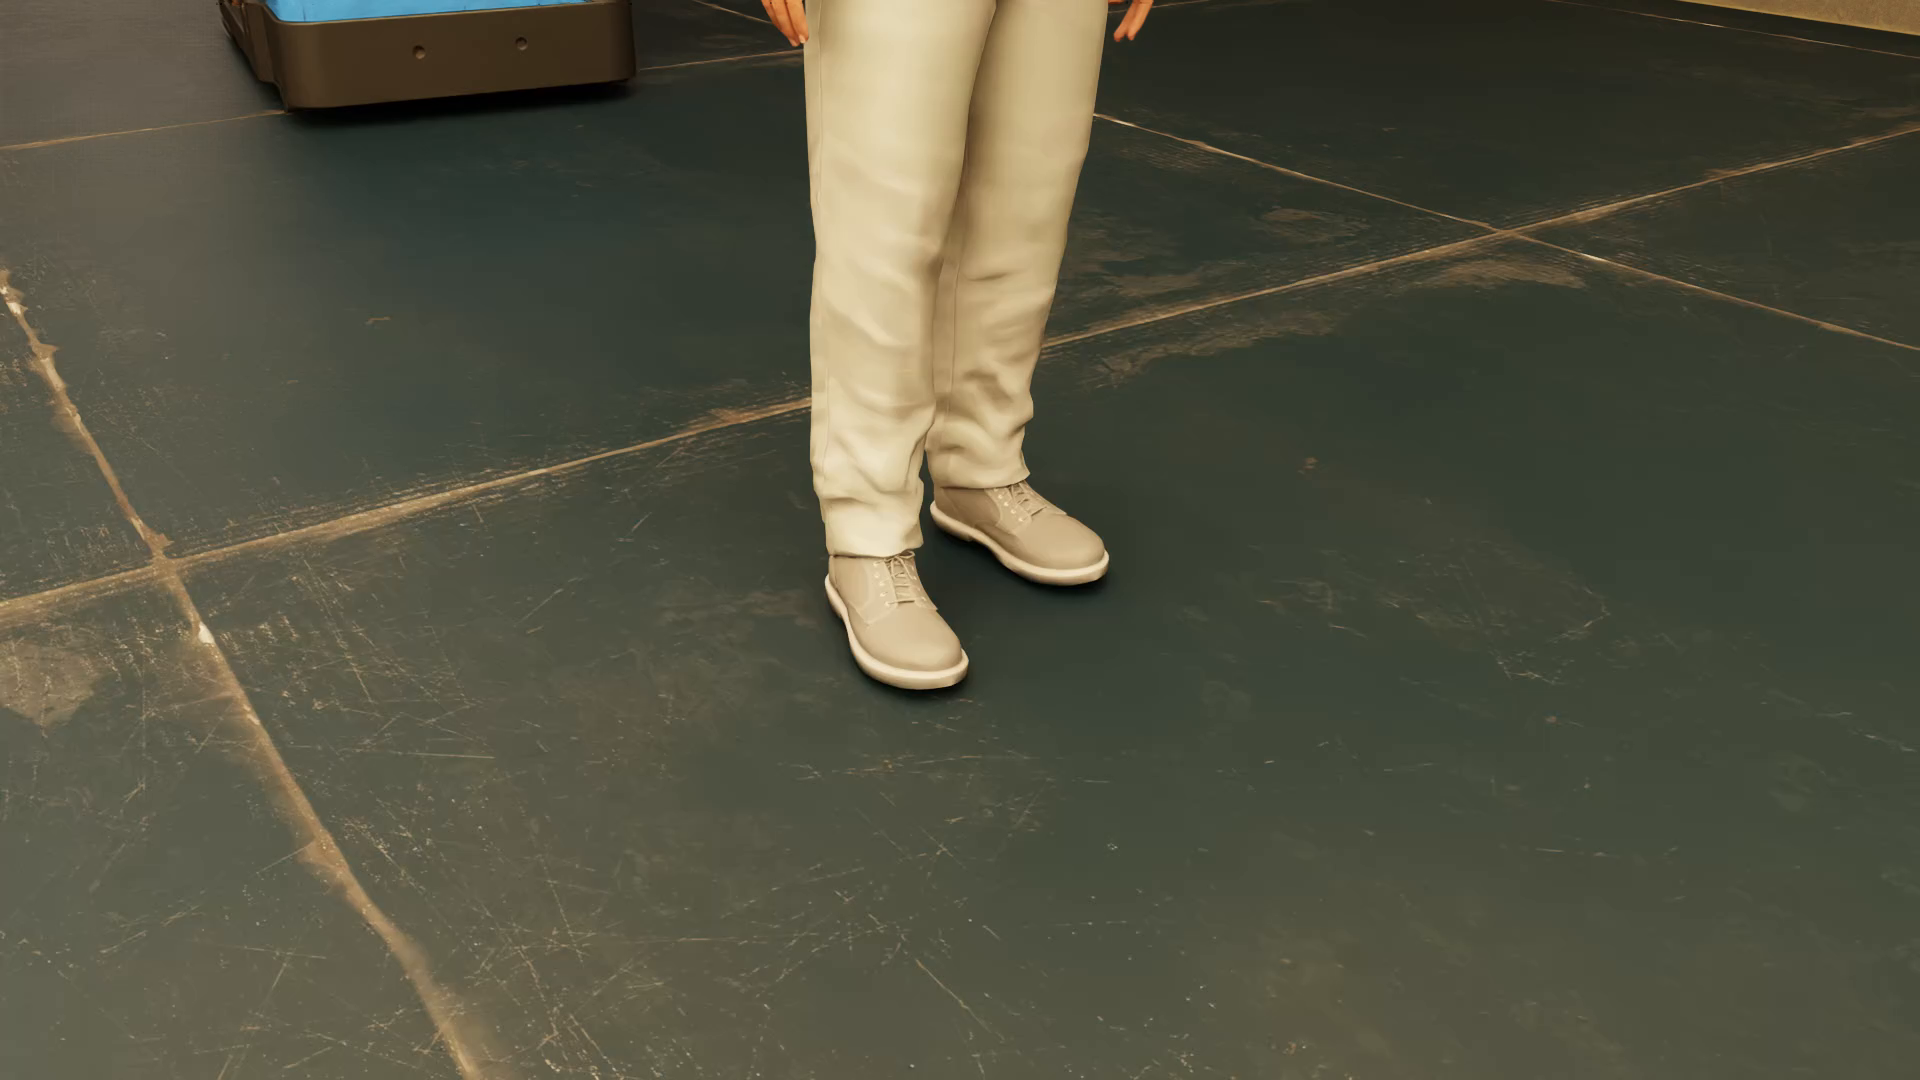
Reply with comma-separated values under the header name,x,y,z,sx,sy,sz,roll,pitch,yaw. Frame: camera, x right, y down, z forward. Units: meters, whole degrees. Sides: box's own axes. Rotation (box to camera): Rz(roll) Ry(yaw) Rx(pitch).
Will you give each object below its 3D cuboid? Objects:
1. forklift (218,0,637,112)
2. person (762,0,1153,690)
name,x,y,z,sx,sy,sz,roll,pitch,yaw
forklift,-2.137,-3.199,5.609,1.130,2.935,3.031,-13,29,-24
person,0.034,-0.771,2.034,0.640,1.781,0.575,-17,31,-31
